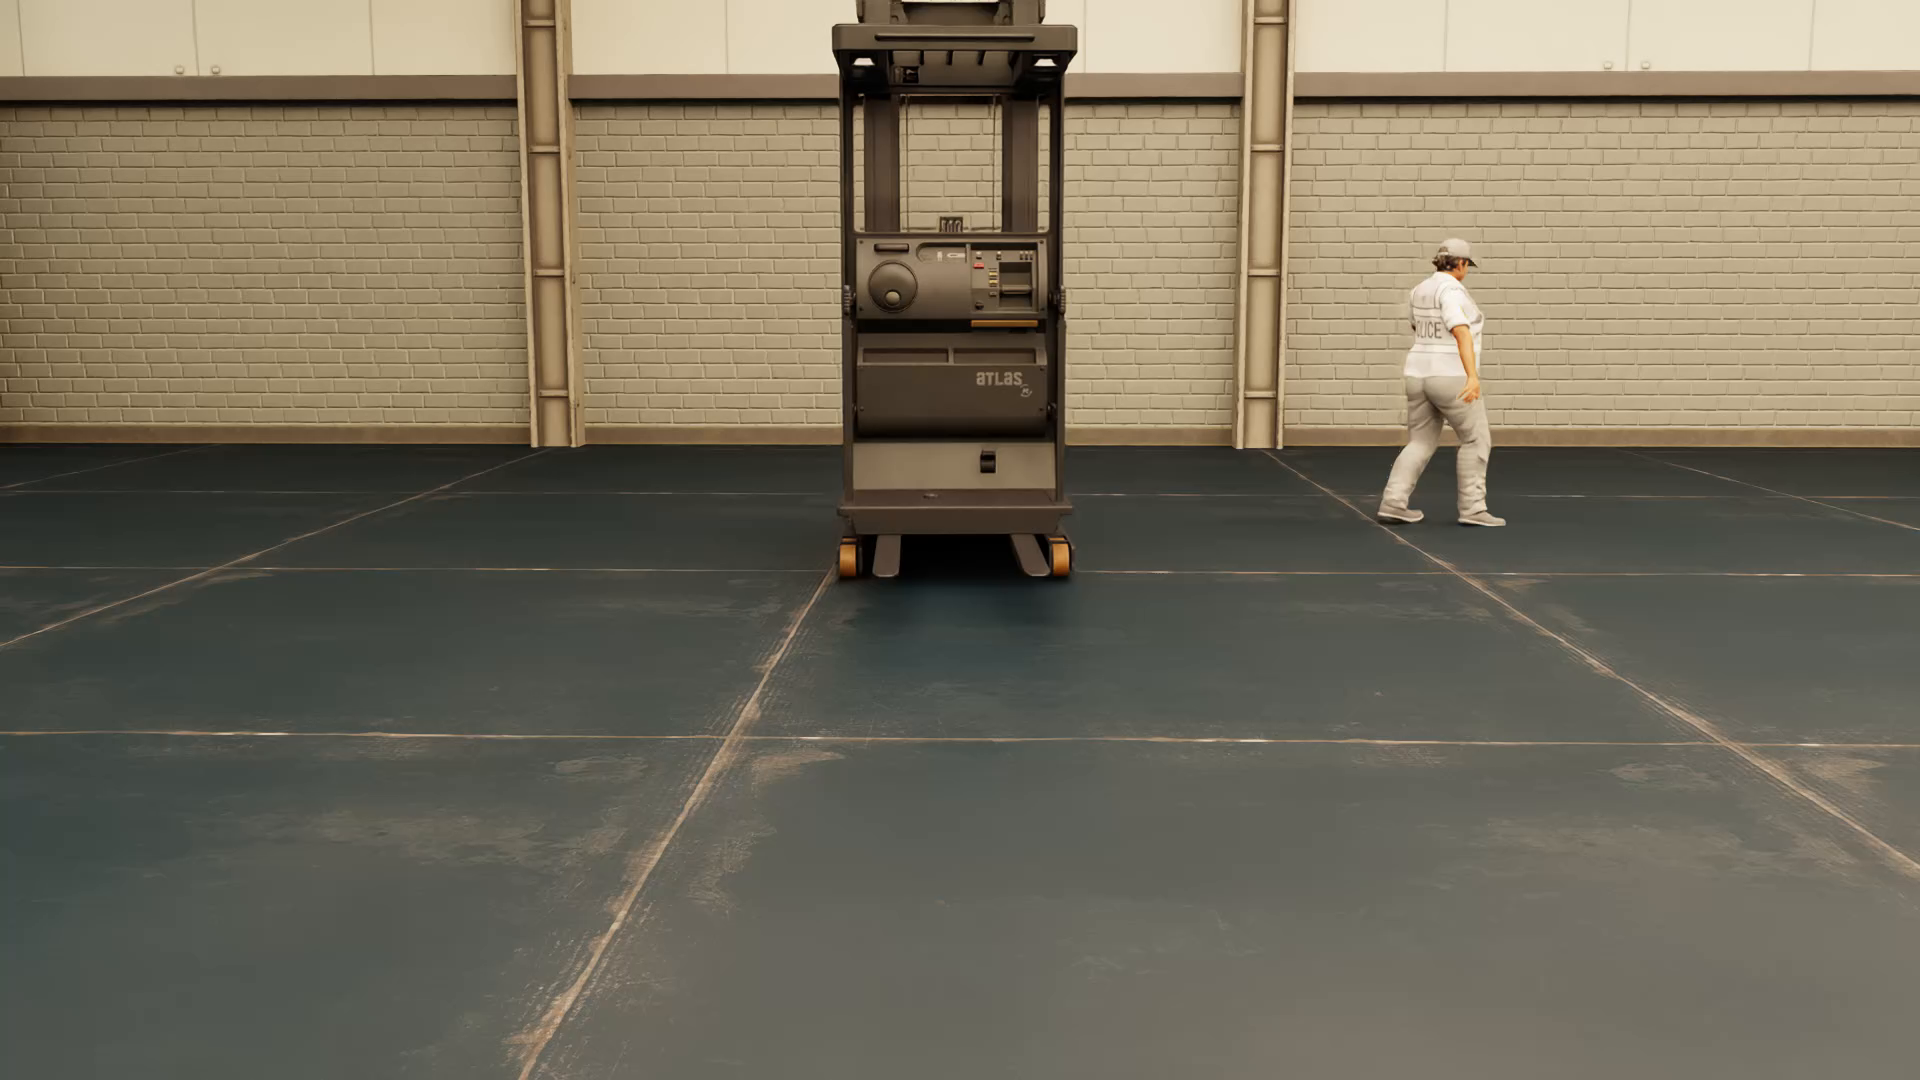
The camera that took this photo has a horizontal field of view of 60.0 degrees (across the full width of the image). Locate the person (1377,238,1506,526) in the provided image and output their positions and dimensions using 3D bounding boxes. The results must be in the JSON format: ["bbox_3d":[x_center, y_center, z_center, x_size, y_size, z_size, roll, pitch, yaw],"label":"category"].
[{"bbox_3d":[2.802,-0.889,9.473,0.731,1.643,0.894,-3,9,-19],"label":"person"}]

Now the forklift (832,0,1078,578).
[{"bbox_3d":[-0.032,-1.315,7.904,1.130,2.935,3.031,0,9,-1],"label":"forklift"}]
